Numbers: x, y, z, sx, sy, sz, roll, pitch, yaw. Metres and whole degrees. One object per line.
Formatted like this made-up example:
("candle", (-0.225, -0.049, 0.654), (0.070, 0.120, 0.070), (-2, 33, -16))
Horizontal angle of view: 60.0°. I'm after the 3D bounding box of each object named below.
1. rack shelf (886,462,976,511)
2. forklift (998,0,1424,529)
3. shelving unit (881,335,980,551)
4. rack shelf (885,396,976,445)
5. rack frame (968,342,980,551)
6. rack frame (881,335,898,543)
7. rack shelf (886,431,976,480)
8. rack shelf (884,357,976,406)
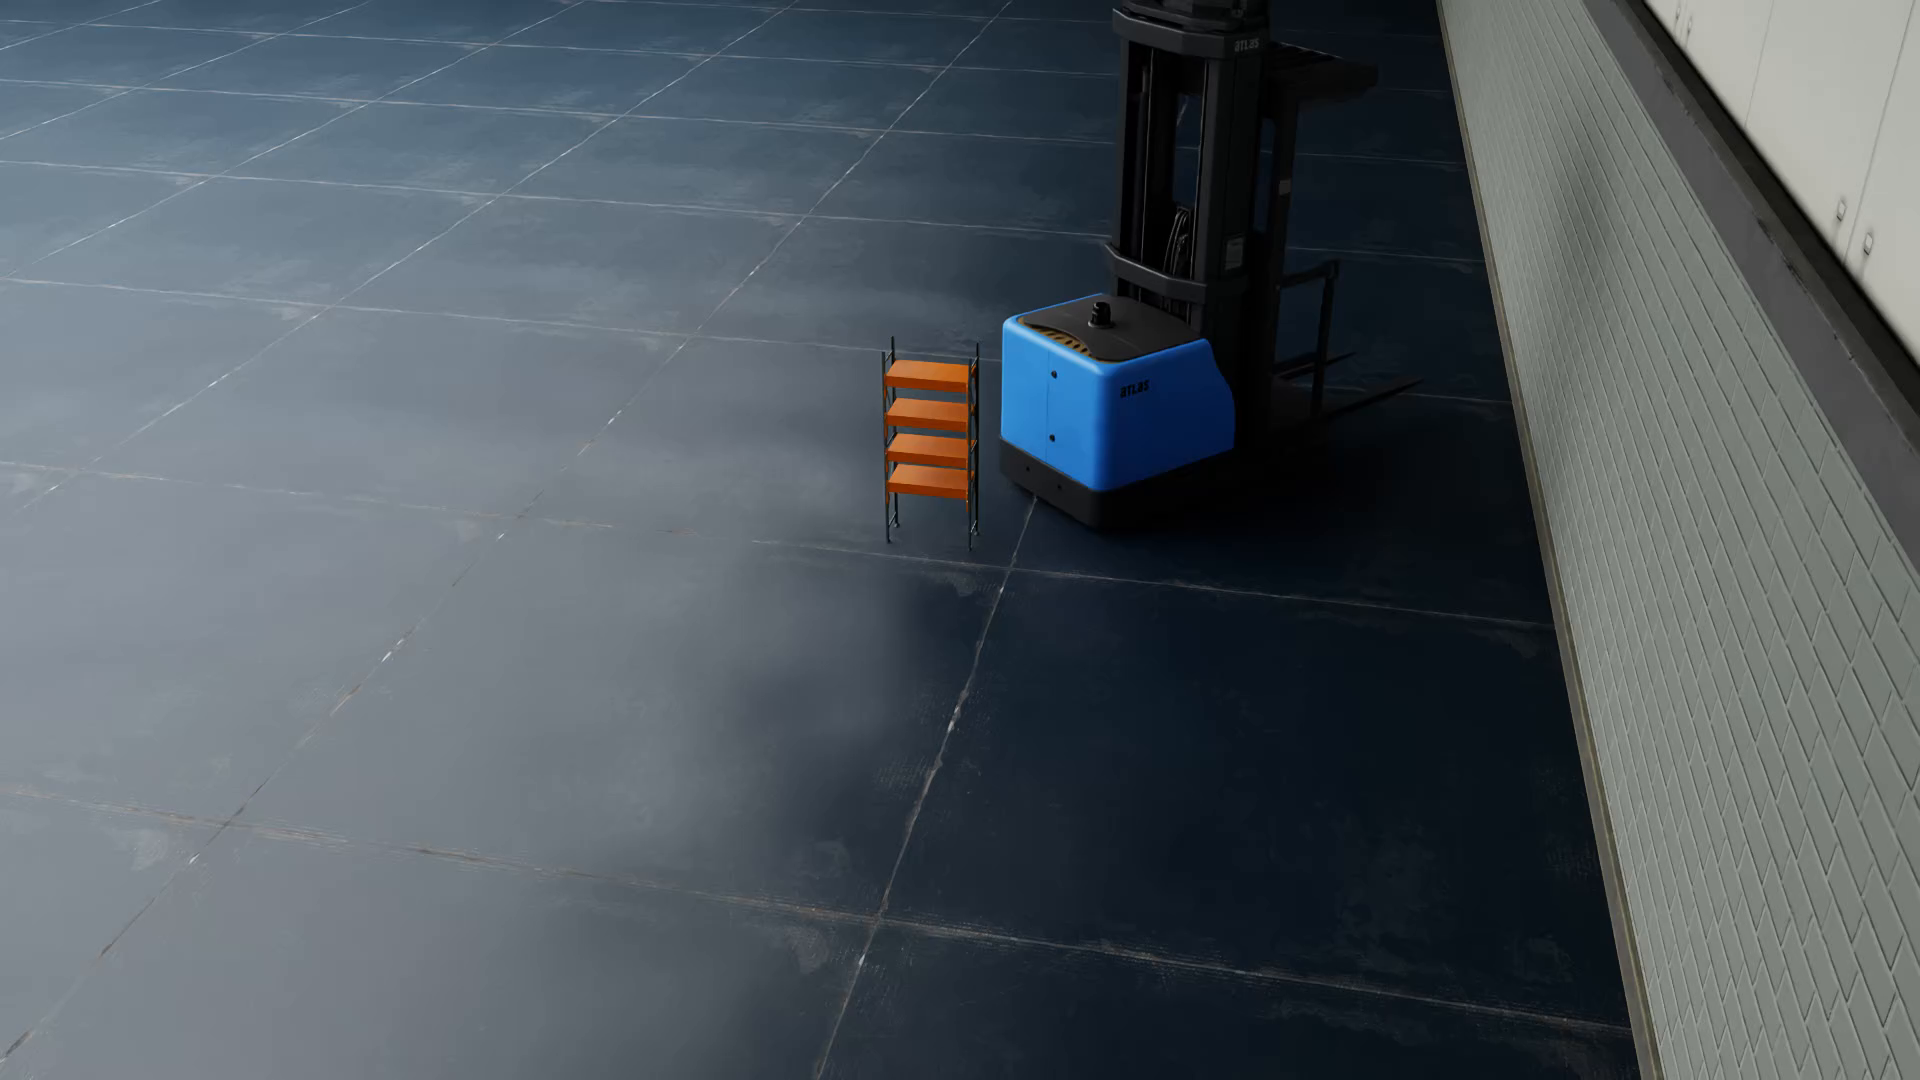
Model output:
("rack shelf", (-0.162, -0.310, 9.620), (0.480, 0.148, 0.258), (6, 29, 11))
("forklift", (1.733, -1.895, 10.158), (3.031, 2.935, 1.130), (-19, 34, -31))
("shelving unit", (-0.162, -0.543, 9.492), (0.503, 1.200, 0.258), (6, 29, 11))
("rack shelf", (-0.162, -0.680, 9.417), (0.480, 0.148, 0.258), (6, 29, 11))
("rack frame", (0.077, -0.518, 9.447), (0.015, 1.200, 0.240), (6, 29, 11))
("rack frame", (-0.400, -0.567, 9.537), (0.015, 1.200, 0.240), (6, 29, 11))
("rack shelf", (-0.162, -0.484, 9.525), (0.480, 0.148, 0.258), (6, 29, 11))
("rack shelf", (-0.162, -0.888, 9.303), (0.480, 0.148, 0.258), (6, 29, 11))
